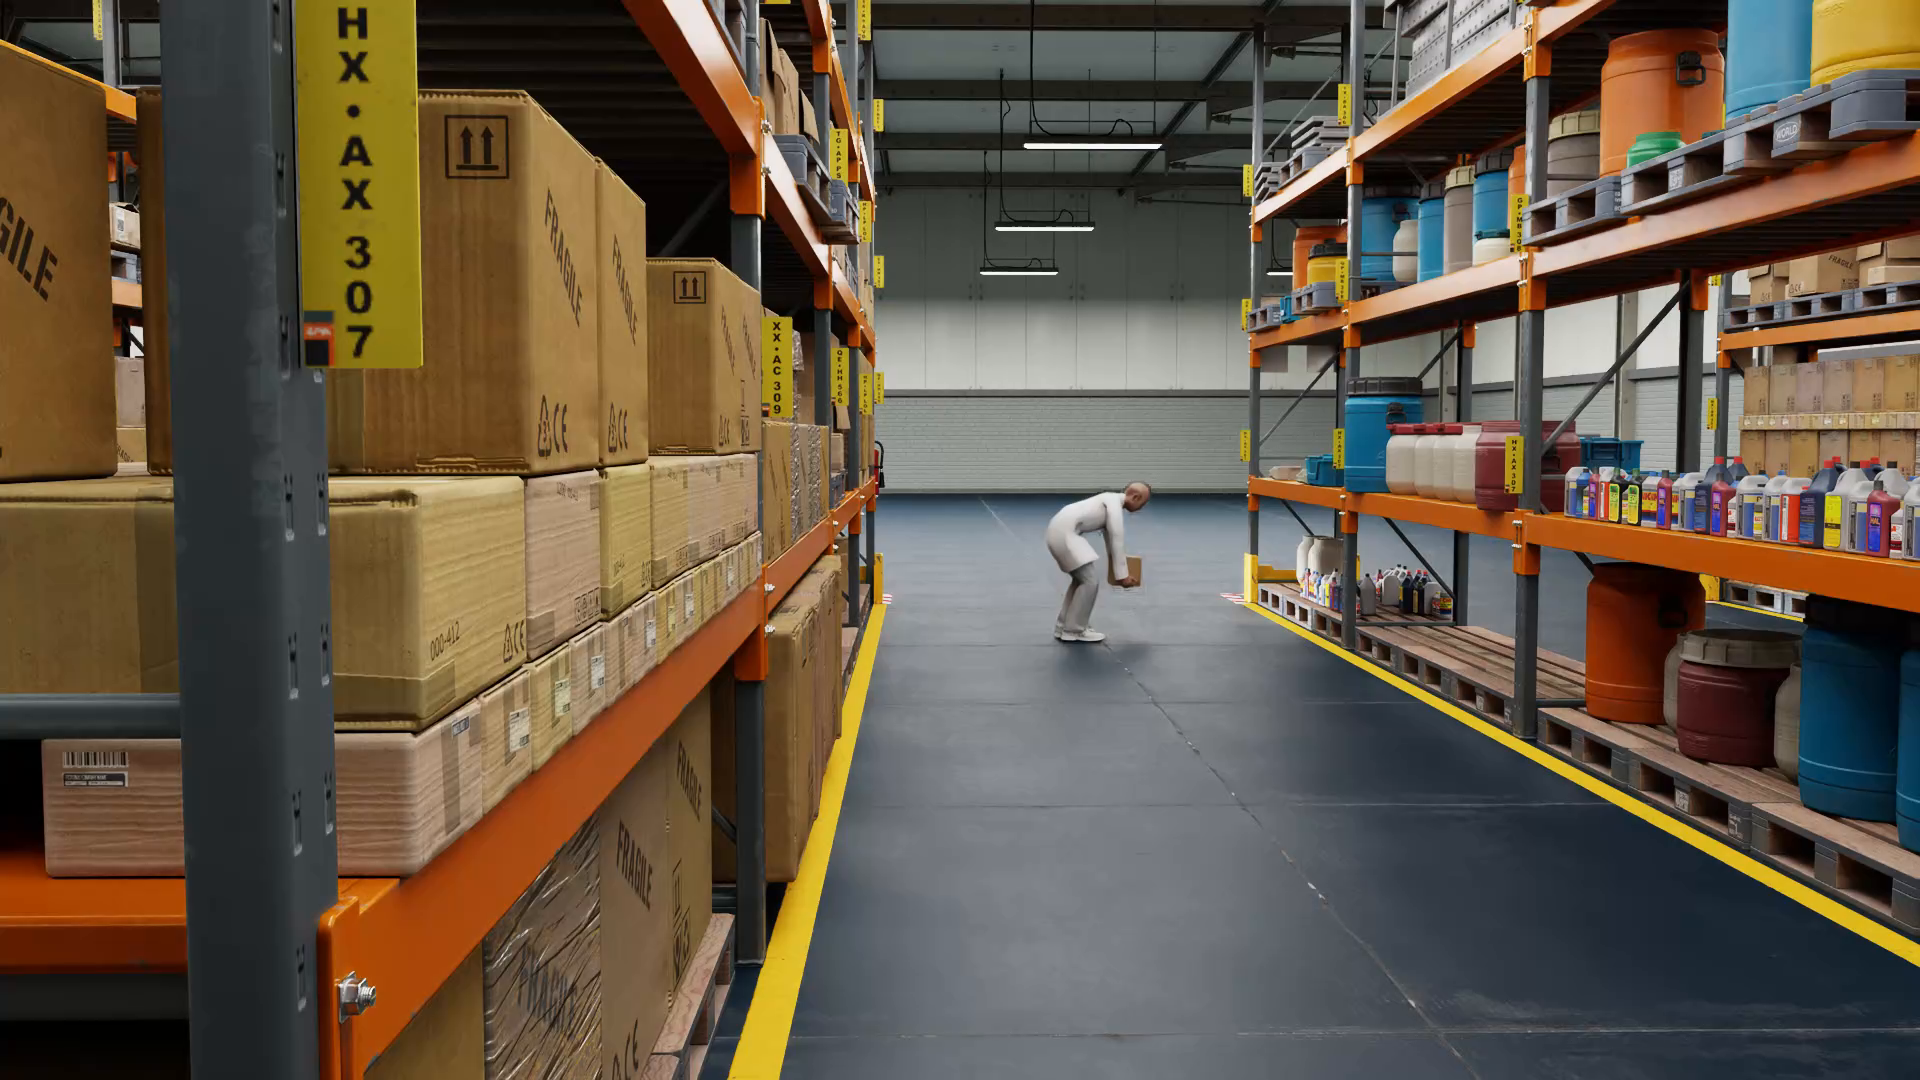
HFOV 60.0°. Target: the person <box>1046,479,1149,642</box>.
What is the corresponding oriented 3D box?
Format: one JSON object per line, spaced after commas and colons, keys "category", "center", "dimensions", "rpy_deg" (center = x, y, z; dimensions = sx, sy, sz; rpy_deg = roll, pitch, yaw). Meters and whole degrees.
{"category": "person", "center": [1.179, 0.166, 14.222], "dimensions": [0.874, 1.382, 0.559], "rpy_deg": [0, 4, -3]}
